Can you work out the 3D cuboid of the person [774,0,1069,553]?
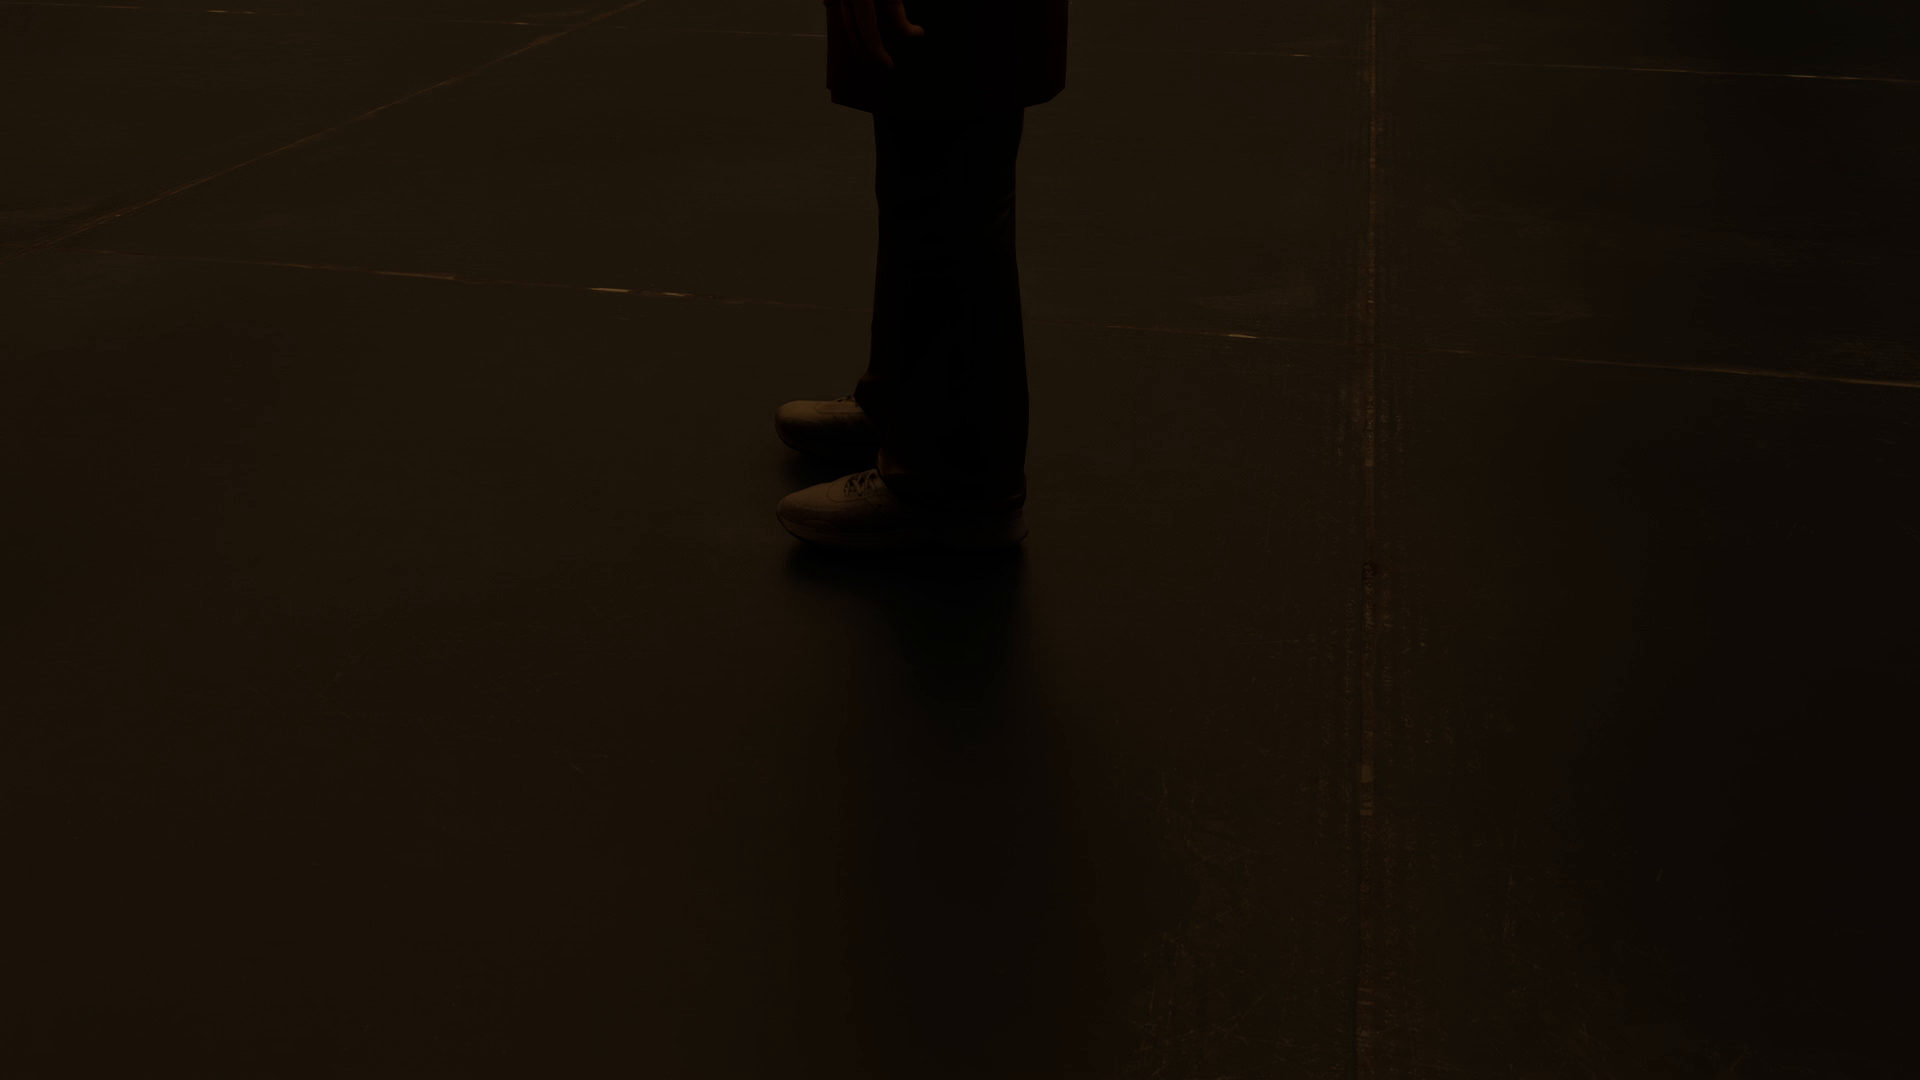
[{"bbox_3d":[-0.089,-0.721,2.163,0.579,1.576,0.696,6,27,11],"label":"person"}]
